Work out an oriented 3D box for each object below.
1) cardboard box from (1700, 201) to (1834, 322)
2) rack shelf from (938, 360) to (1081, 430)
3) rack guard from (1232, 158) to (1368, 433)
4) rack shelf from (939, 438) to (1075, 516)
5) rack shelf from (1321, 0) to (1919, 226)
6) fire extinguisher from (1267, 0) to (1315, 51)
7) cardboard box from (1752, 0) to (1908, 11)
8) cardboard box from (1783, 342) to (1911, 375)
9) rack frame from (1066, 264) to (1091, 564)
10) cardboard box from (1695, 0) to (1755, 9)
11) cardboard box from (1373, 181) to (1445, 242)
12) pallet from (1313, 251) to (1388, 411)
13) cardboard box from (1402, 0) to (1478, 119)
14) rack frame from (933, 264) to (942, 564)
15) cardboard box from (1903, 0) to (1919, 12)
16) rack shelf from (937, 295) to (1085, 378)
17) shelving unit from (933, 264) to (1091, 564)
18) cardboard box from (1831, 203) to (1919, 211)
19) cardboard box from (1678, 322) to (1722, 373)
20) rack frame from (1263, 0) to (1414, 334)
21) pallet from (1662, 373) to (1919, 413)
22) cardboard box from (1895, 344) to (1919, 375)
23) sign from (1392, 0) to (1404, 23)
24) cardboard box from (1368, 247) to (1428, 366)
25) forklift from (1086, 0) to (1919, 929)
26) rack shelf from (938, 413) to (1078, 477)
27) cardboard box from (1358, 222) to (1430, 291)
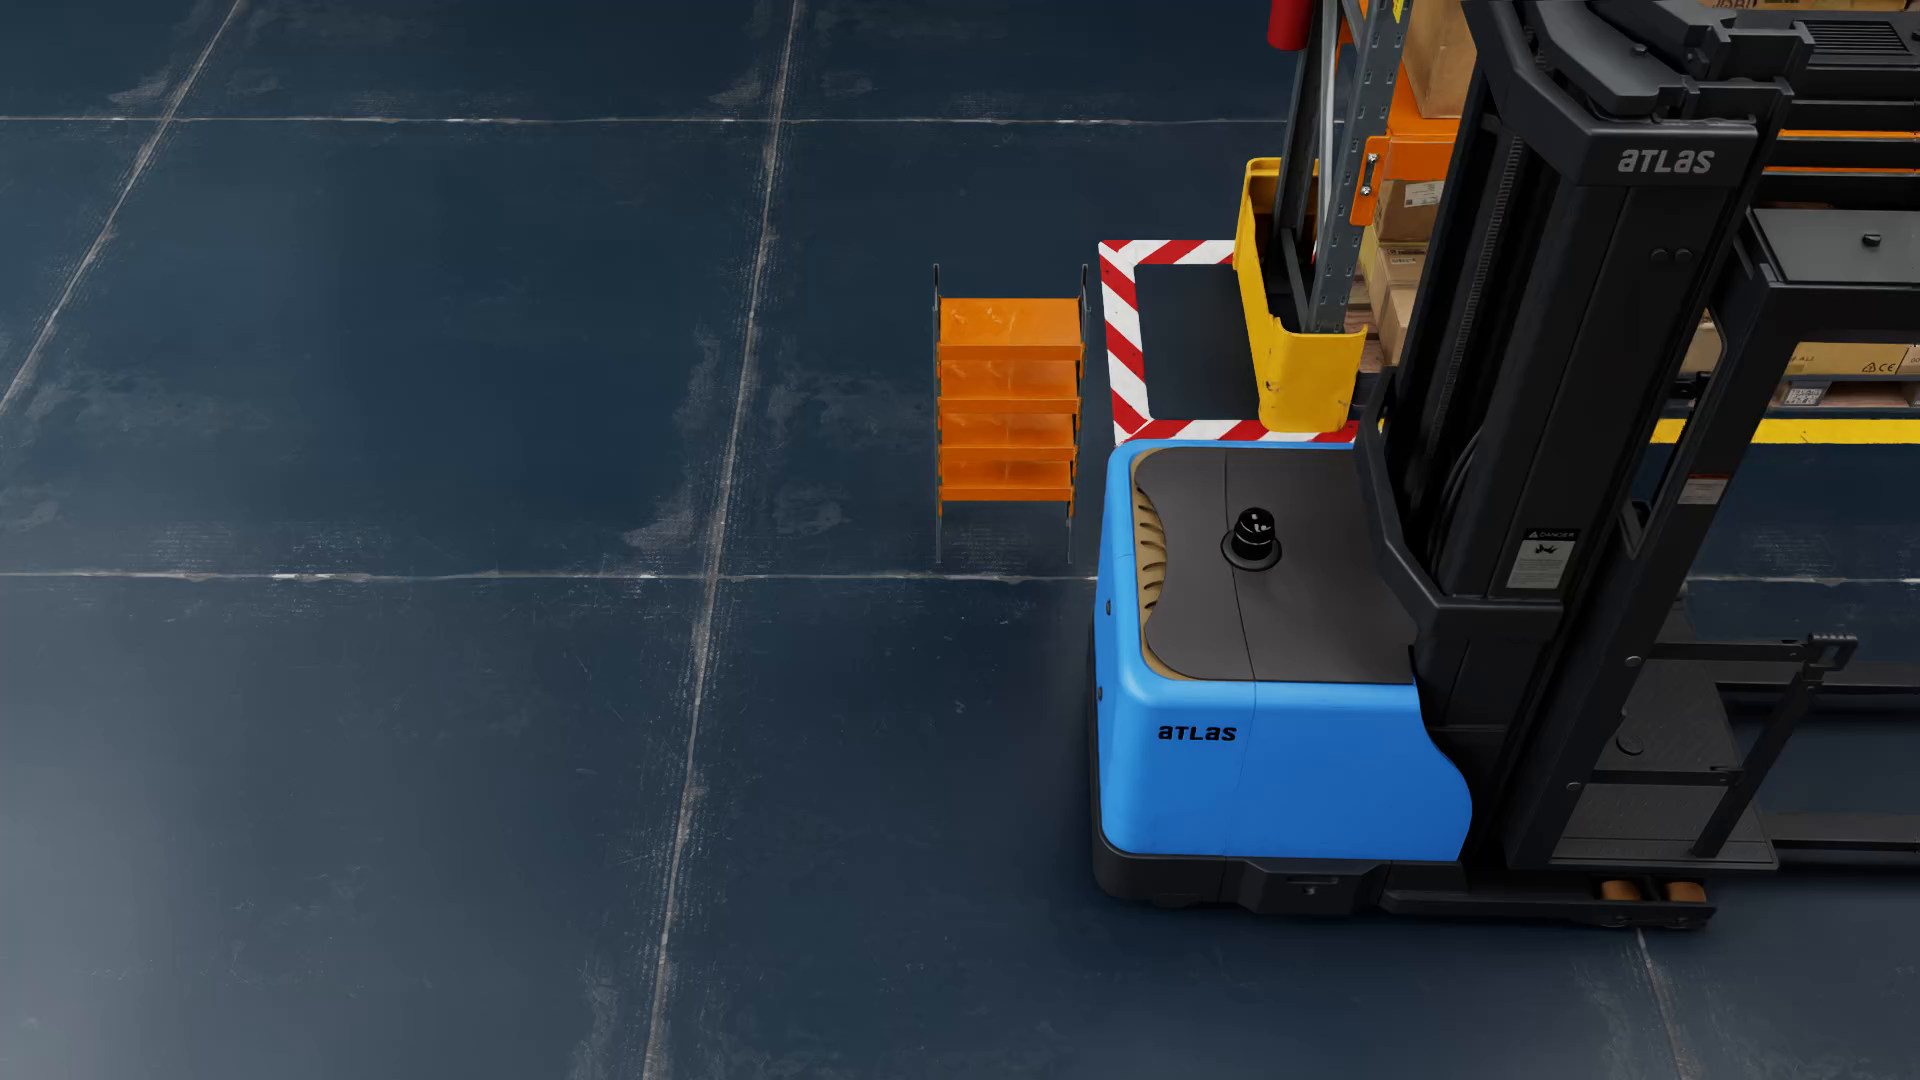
[{"bbox_3d":[2.943,-1.186,6.384,0.500,0.500,0.500,0,47,0],"label":"cardboard box"},{"bbox_3d":[0.166,-0.515,5.696,0.480,0.148,0.258,0,47,0],"label":"rack shelf"},{"bbox_3d":[1.383,-1.029,6.866,0.348,0.500,1.175,0,47,0],"label":"rack guard"},{"bbox_3d":[0.166,-0.227,6.005,0.480,0.148,0.258,0,47,0],"label":"rack shelf"},{"bbox_3d":[3.407,-1.630,6.209,4.000,0.370,1.077,0,47,0],"label":"rack shelf"},{"bbox_3d":[1.291,-2.194,6.296,0.183,0.674,0.296,0,47,0],"label":"fire extinguisher"},{"bbox_3d":[2.896,-1.900,5.901,0.500,0.500,0.700,0,47,0],"label":"cardboard box"},{"bbox_3d":[3.443,-0.917,6.646,0.500,0.250,0.500,0,47,0],"label":"cardboard box"},{"bbox_3d":[0.410,-0.408,5.810,0.015,1.200,0.240,0,47,0],"label":"rack frame"},{"bbox_3d":[2.399,-1.906,5.907,0.500,0.500,0.700,1,47,1],"label":"cardboard box"},{"bbox_3d":[1.945,-1.559,6.731,0.500,0.500,0.500,0,47,0],"label":"cardboard box"},{"bbox_3d":[2.172,-0.959,6.998,1.213,0.211,1.003,0,47,0],"label":"pallet"},{"bbox_3d":[1.874,-1.904,5.905,0.500,0.500,0.700,0,47,0],"label":"cardboard box"},{"bbox_3d":[-0.078,-0.409,5.811,0.015,1.200,0.240,0,47,0],"label":"rack frame"},{"bbox_3d":[3.422,-1.902,5.903,0.500,0.500,0.700,1,47,1],"label":"cardboard box"},{"bbox_3d":[0.166,-0.676,5.523,0.480,0.148,0.258,0,47,0],"label":"rack shelf"},{"bbox_3d":[0.166,-0.408,5.810,0.503,1.200,0.258,0,47,0],"label":"shelving unit"},{"bbox_3d":[3.443,-1.172,6.371,0.500,0.500,0.500,0,47,0],"label":"cardboard box"},{"bbox_3d":[2.943,-0.922,6.651,0.500,0.250,0.500,0,47,0],"label":"cardboard box"},{"bbox_3d":[1.407,-1.880,5.951,0.127,3.000,1.000,0,47,0],"label":"rack frame"},{"bbox_3d":[3.389,-0.954,6.993,1.213,0.211,1.003,0,47,0],"label":"pallet"},{"bbox_3d":[3.943,-0.916,6.645,0.500,0.250,0.500,0,47,0],"label":"cardboard box"},{"bbox_3d":[1.399,-1.796,5.227,0.005,0.325,0.100,0,47,0],"label":"sign"},{"bbox_3d":[1.943,-0.922,6.651,0.500,0.250,0.500,0,47,0],"label":"cardboard box"},{"bbox_3d":[1.942,-0.198,4.432,3.031,2.935,1.130,1,47,1],"label":"forklift"},{"bbox_3d":[0.166,-0.362,5.860,0.480,0.148,0.258,0,47,0],"label":"rack shelf"},{"bbox_3d":[1.945,-1.302,7.004,0.500,0.250,0.500,0,47,0],"label":"cardboard box"}]
